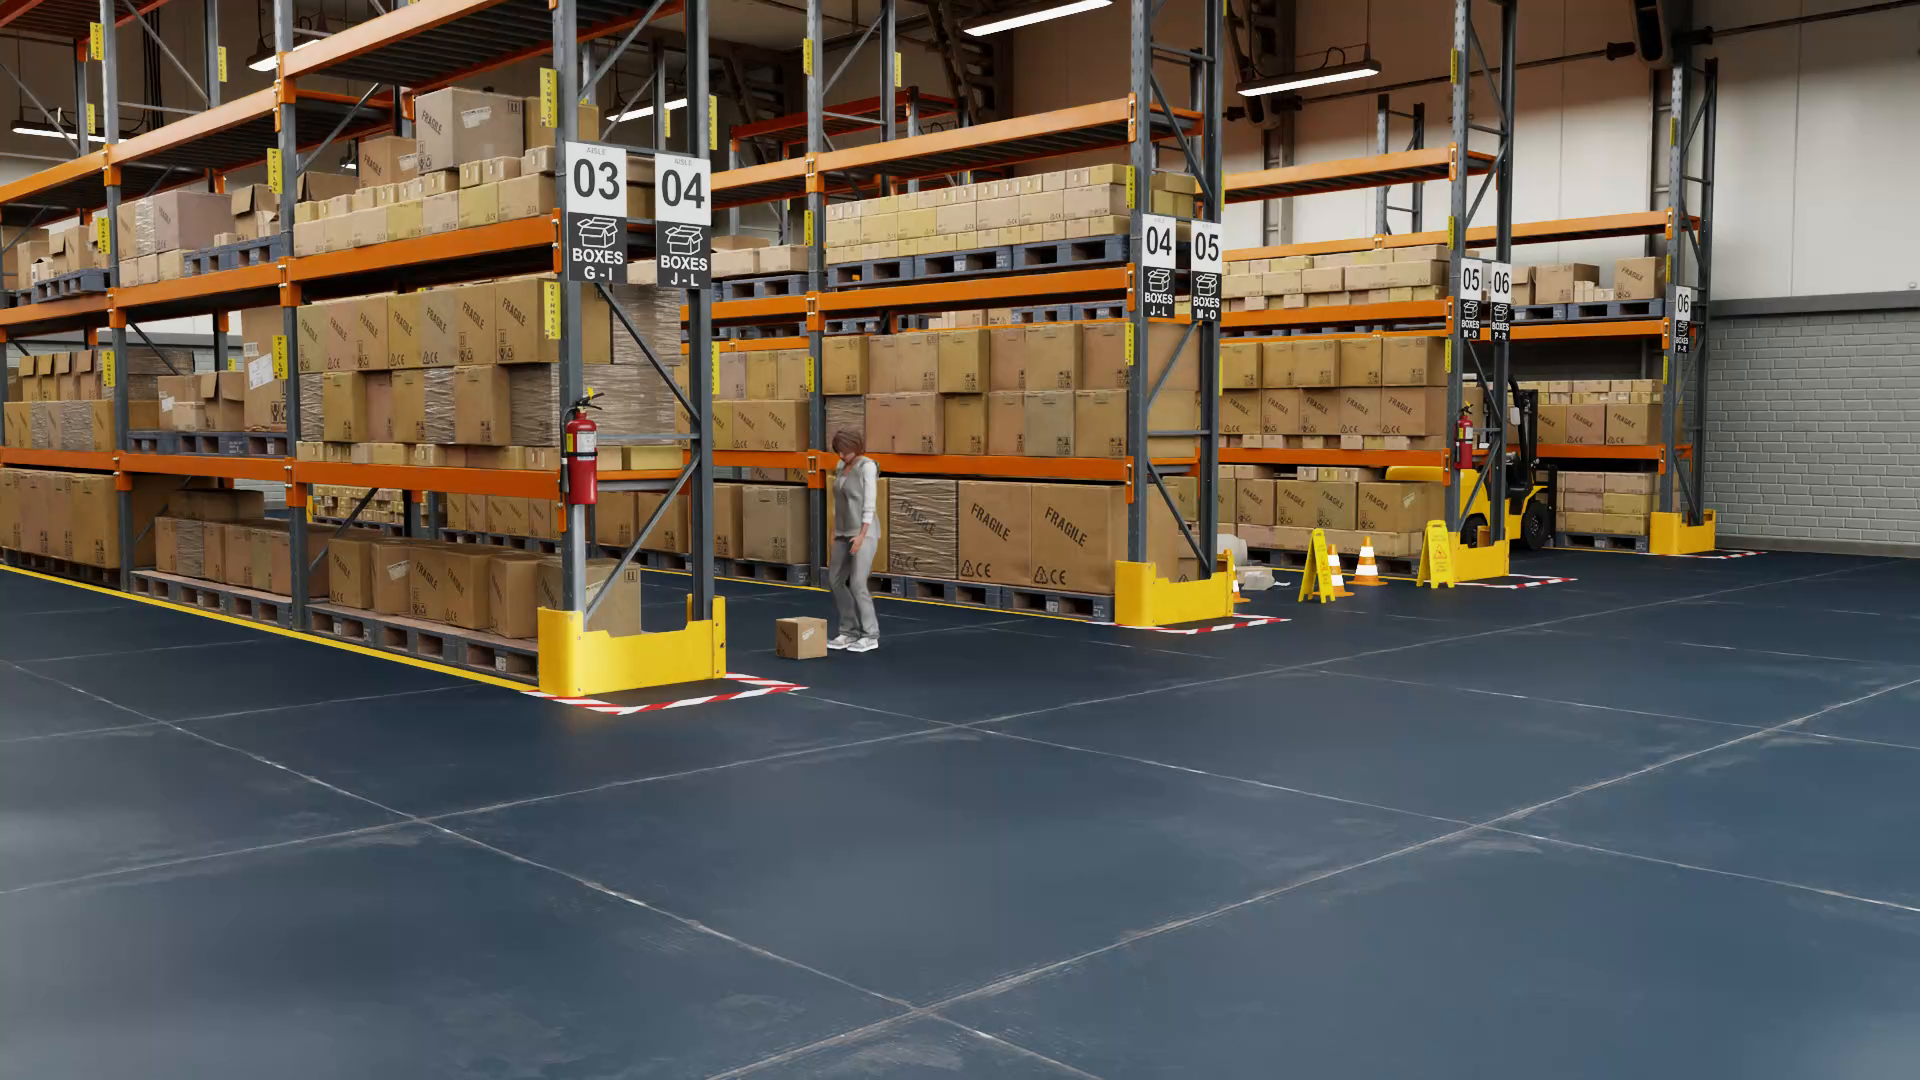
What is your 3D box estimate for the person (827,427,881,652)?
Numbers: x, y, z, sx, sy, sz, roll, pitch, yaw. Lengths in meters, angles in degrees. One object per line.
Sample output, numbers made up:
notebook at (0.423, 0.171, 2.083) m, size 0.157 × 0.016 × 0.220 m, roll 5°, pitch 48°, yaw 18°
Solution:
person at (-0.730, -0.005, 11.614) m, size 0.368 × 1.566 × 0.423 m, roll -4°, pitch 6°, yaw -42°
